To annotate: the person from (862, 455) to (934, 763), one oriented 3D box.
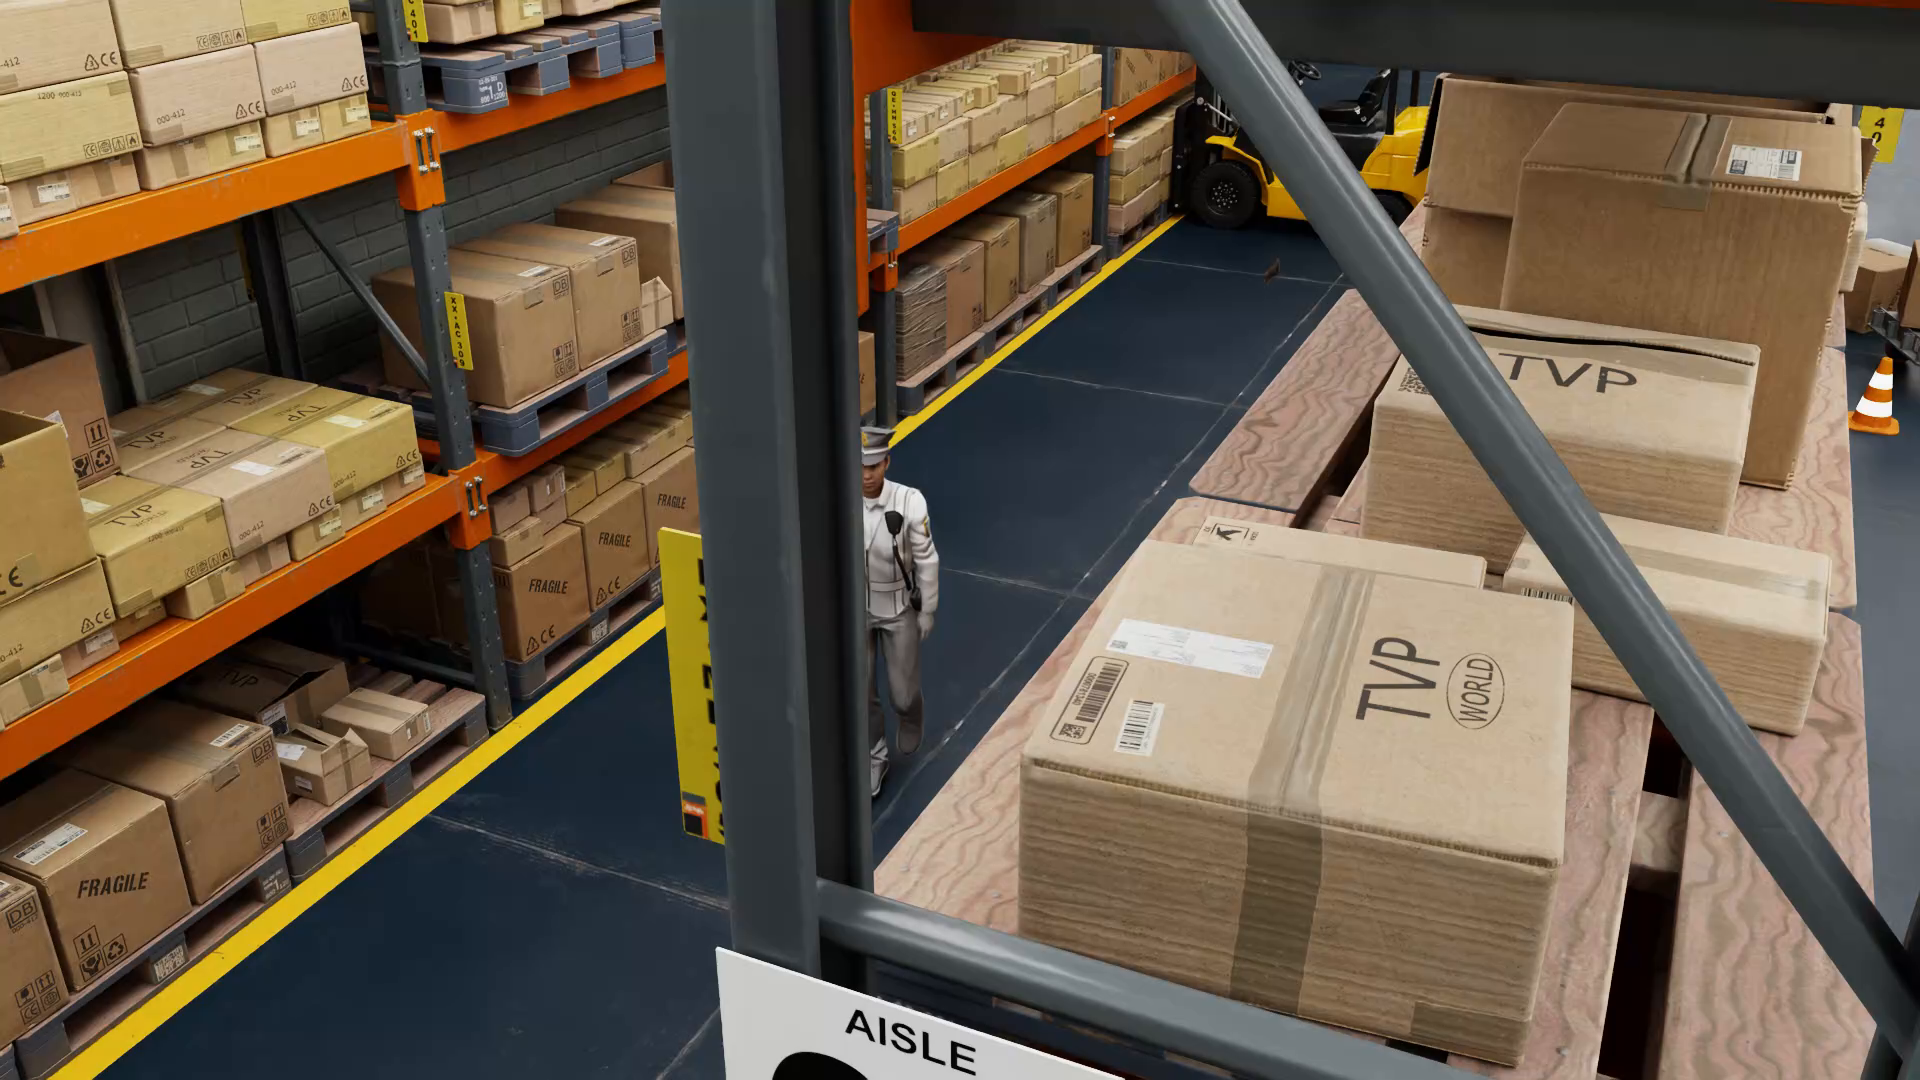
[{"bbox_3d":[3.772,-0.656,8.327,7.935,2.202,5.089,5,27,9],"label":"person"}]
